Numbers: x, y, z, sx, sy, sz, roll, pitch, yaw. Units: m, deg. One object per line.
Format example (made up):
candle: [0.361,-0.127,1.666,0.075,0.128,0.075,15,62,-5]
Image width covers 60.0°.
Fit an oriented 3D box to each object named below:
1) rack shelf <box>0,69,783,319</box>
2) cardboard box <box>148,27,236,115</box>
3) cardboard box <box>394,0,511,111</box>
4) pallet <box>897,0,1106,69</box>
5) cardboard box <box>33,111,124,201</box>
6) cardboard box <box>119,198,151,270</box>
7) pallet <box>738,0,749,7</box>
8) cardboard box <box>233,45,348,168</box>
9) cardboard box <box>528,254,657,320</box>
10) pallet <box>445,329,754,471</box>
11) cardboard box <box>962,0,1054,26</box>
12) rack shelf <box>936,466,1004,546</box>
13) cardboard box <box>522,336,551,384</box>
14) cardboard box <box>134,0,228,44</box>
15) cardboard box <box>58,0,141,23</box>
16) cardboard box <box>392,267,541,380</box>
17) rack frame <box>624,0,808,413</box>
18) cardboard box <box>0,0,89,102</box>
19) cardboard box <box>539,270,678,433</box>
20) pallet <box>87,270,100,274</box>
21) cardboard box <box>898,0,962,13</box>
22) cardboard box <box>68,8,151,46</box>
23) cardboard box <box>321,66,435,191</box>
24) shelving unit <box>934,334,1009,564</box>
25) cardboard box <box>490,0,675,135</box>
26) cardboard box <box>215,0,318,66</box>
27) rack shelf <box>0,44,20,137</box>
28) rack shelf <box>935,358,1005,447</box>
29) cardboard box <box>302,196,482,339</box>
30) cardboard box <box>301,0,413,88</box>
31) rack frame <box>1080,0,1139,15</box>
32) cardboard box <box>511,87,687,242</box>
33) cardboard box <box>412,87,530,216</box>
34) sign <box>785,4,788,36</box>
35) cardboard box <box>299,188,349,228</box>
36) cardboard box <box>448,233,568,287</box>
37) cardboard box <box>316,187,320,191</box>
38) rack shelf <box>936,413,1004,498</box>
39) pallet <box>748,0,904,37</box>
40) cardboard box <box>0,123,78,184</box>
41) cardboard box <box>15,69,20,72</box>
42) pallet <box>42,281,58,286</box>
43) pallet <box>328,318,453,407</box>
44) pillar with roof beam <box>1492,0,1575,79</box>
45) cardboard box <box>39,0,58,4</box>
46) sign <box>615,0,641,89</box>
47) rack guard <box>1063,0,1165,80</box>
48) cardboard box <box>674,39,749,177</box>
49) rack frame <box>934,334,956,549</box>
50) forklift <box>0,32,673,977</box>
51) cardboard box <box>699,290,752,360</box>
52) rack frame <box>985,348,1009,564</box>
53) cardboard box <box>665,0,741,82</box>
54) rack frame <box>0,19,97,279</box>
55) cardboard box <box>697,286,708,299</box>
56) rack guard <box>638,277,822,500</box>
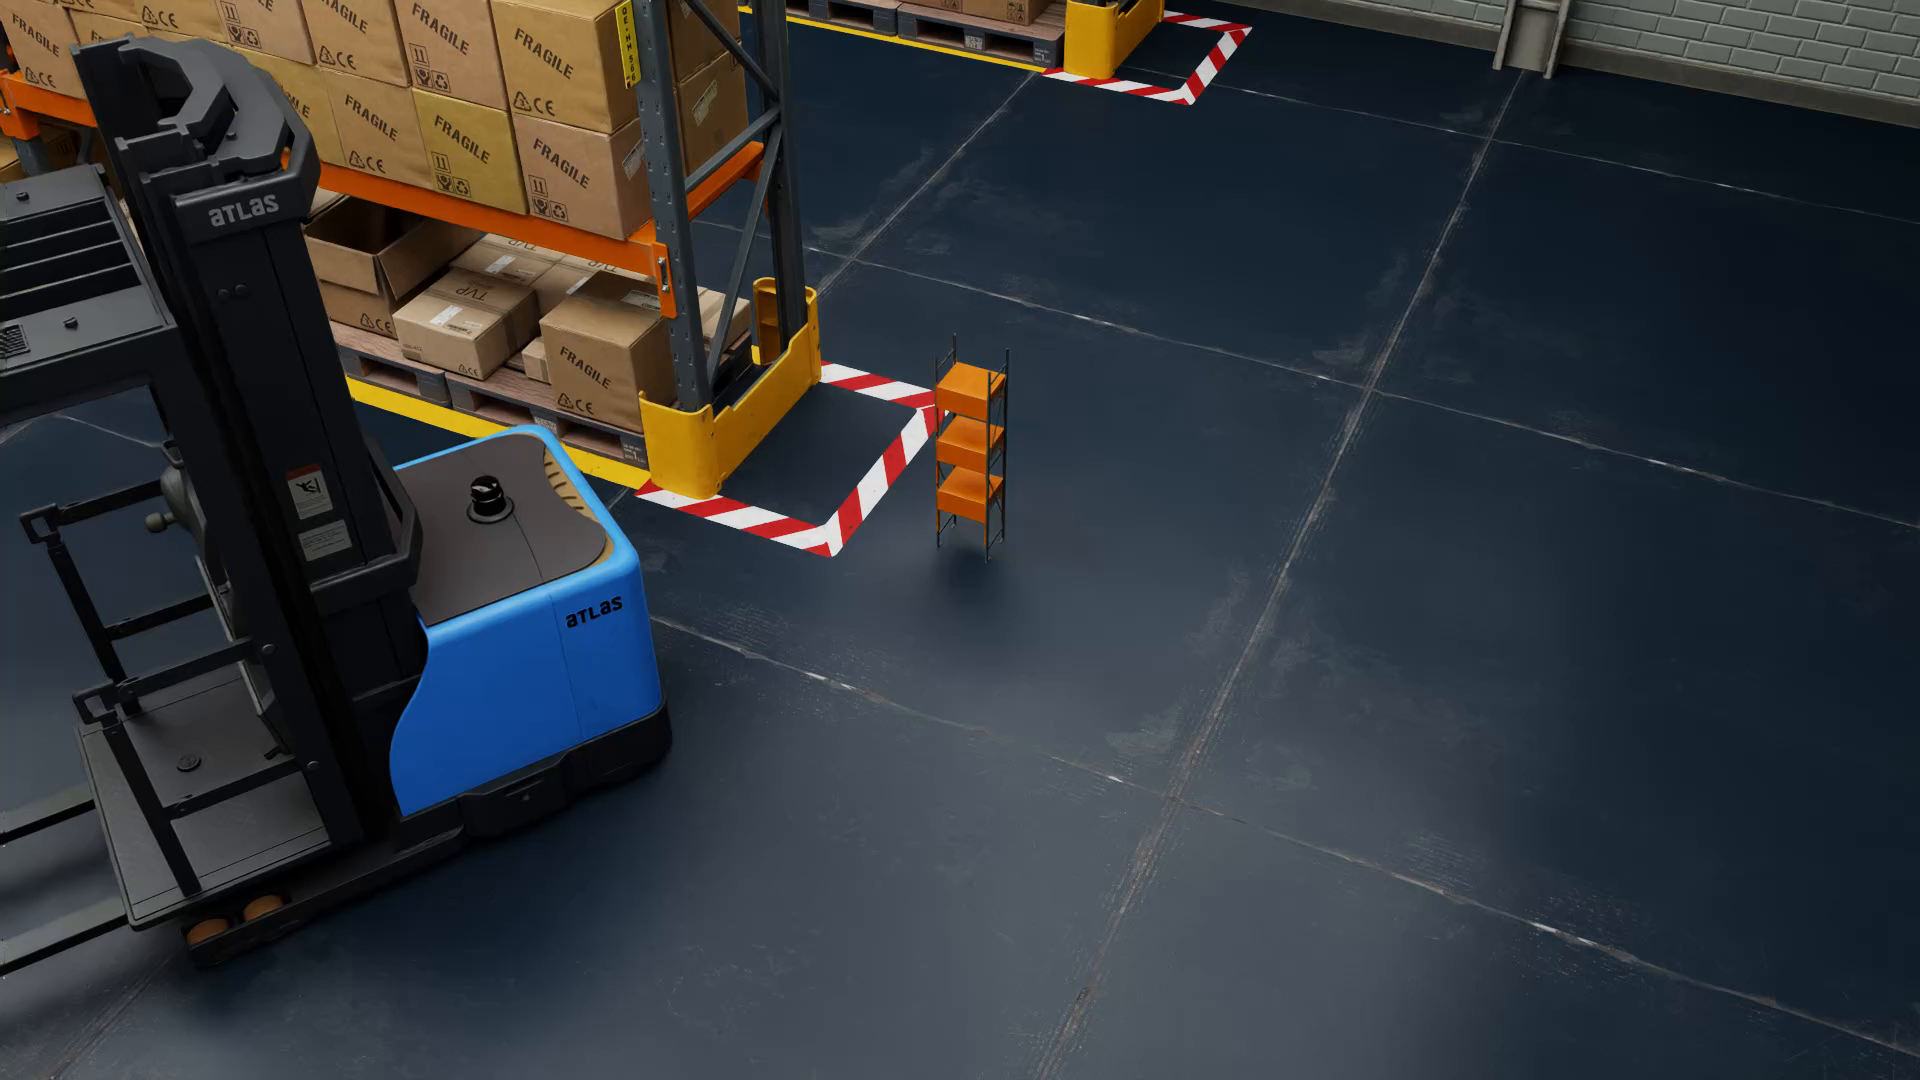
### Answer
rack shelf: [-2.840,-1.963,8.158,4.000,0.370,1.077,17,44,19]
cardboard box: [-3.388,-2.244,7.856,0.500,0.500,0.500,17,44,18]
cardboard box: [-2.005,-2.196,7.038,0.500,0.500,0.500,18,44,20]
pallet: [0.306,-3.744,11.792,1.213,0.211,1.003,17,44,19]
cardboard box: [-4.988,-2.289,9.557,0.500,0.500,0.500,15,43,17]
cardboard box: [-4.364,-1.694,9.016,0.500,0.311,0.500,17,44,19]
pallet: [-1.906,-4.419,12.572,1.213,0.211,1.003,17,44,19]
cardboard box: [-2.927,-2.104,7.695,0.500,0.500,0.500,16,44,18]
cardboard box: [-1.854,-1.266,8.568,0.500,0.250,0.500,17,44,19]
pallet: [-1.819,-0.869,8.475,1.213,0.211,1.003,17,44,19]
cardboard box: [0.387,-3.971,11.513,0.500,0.500,0.700,17,44,19]
rack shelf: [0.048,-0.164,7.462,0.240,0.259,0.215,17,44,19]
cardboard box: [-1.954,-0.947,8.263,0.250,0.166,0.380,17,44,19]
cardboard box: [-3.411,-2.622,7.529,0.500,0.500,0.500,16,43,17]
cardboard box: [-3.877,-2.764,7.693,0.500,0.500,0.500,16,43,17]
cardboard box: [-2.473,-1.094,8.369,0.500,0.250,0.500,17,44,19]
rack frame: [-1.028,-1.681,7.283,0.127,3.000,1.000,17,44,19]
cardboard box: [-4.306,-2.524,8.179,0.500,0.500,0.500,18,44,20]
cardboard box: [-1.625,-0.907,7.963,0.500,0.500,0.500,17,44,19]
pallet: [-4.031,-1.544,9.255,1.213,0.211,1.003,17,44,19]
cardboard box: [-0.067,-4.110,11.673,0.500,0.500,0.700,17,44,19]
cardboard box: [-3.841,-2.384,8.018,0.500,0.500,0.500,18,44,19]
cardboard box: [-2.470,-1.964,7.534,0.500,0.500,0.500,17,44,19]
shelving unit: [0.048,-0.382,7.273,0.252,1.050,0.215,17,44,19]
cardboard box: [-1.547,-2.057,6.877,0.500,0.500,0.500,17,44,18]
cardboard box: [-2.943,-2.479,7.364,0.500,0.500,0.500,18,44,20]
rack shelf: [-6.465,-3.071,9.436,4.000,0.370,1.077,17,44,19]
rack shelf: [0.048,-0.588,7.094,0.240,0.259,0.215,17,44,19]
cardboard box: [-2.948,-1.495,8.638,0.637,0.503,0.797,17,44,19]
cardboard box: [-2.477,-2.337,7.200,0.500,0.500,0.500,18,44,20]
rack frame: [1.063,-4.622,10.677,0.127,3.000,1.000,17,44,19]
cardboard box: [-1.549,-1.681,7.207,0.500,0.500,0.500,18,44,20]
cardboard box: [-2.020,-1.823,7.371,0.500,0.500,0.500,17,44,19]
sign: [-0.798,-2.330,7.371,0.005,0.325,0.100,17,44,19]
cardboard box: [-3.337,-1.742,9.070,0.500,0.311,0.500,17,44,19]
cardboard box: [-2.307,-1.404,8.727,0.500,0.250,0.500,17,44,19]
cardboard box: [-3.651,-1.820,9.284,0.250,0.149,0.380,17,44,19]
rack shelf: [0.048,-0.374,7.280,0.240,0.259,0.215,17,44,19]
pallet: [-0.796,-4.082,12.183,1.213,0.211,1.003,17,44,19]
cardboard box: [-5.221,-1.977,9.197,0.500,0.500,0.500,17,44,18]
cardboard box: [-5.476,-2.430,9.720,0.500,0.500,0.500,18,44,19]
pallet: [-5.406,-1.938,9.709,1.213,0.211,1.003,17,44,19]
pallet: [-2.921,-1.207,8.866,1.213,0.211,1.003,17,44,19]
pillar with roof beam: [2.056,-4.100,5.494,0.400,9.000,9.100,17,44,19]
cardboard box: [-4.345,-2.907,7.858,0.500,0.500,0.500,18,44,20]
sign: [-1.280,-1.914,6.427,0.005,0.325,0.100,17,44,19]
rack guard: [1.085,-3.671,11.488,0.348,0.500,1.175,17,44,19]
cardboard box: [-1.318,-1.998,7.573,0.500,0.500,0.500,18,44,20]
rack frame: [-0.062,-0.416,7.312,0.008,1.050,0.200,17,44,19]
forklift: [-2.665,0.000,5.397,3.031,2.935,1.130,-22,46,-23]
cardboard box: [-1.262,-1.090,8.442,0.250,0.149,0.380,17,44,19]
rack frame: [0.159,-0.348,7.234,0.008,1.050,0.200,17,44,19]
cardboard box: [-1.318,-2.376,7.245,0.500,0.500,0.500,18,44,20]
rack frame: [-4.653,-2.789,8.561,0.127,3.000,1.000,17,44,19]
cardboard box: [-1.488,-1.166,8.516,0.250,0.166,0.380,17,44,19]
rack guard: [-1.097,-0.758,8.126,0.348,0.500,1.175,17,44,19]
